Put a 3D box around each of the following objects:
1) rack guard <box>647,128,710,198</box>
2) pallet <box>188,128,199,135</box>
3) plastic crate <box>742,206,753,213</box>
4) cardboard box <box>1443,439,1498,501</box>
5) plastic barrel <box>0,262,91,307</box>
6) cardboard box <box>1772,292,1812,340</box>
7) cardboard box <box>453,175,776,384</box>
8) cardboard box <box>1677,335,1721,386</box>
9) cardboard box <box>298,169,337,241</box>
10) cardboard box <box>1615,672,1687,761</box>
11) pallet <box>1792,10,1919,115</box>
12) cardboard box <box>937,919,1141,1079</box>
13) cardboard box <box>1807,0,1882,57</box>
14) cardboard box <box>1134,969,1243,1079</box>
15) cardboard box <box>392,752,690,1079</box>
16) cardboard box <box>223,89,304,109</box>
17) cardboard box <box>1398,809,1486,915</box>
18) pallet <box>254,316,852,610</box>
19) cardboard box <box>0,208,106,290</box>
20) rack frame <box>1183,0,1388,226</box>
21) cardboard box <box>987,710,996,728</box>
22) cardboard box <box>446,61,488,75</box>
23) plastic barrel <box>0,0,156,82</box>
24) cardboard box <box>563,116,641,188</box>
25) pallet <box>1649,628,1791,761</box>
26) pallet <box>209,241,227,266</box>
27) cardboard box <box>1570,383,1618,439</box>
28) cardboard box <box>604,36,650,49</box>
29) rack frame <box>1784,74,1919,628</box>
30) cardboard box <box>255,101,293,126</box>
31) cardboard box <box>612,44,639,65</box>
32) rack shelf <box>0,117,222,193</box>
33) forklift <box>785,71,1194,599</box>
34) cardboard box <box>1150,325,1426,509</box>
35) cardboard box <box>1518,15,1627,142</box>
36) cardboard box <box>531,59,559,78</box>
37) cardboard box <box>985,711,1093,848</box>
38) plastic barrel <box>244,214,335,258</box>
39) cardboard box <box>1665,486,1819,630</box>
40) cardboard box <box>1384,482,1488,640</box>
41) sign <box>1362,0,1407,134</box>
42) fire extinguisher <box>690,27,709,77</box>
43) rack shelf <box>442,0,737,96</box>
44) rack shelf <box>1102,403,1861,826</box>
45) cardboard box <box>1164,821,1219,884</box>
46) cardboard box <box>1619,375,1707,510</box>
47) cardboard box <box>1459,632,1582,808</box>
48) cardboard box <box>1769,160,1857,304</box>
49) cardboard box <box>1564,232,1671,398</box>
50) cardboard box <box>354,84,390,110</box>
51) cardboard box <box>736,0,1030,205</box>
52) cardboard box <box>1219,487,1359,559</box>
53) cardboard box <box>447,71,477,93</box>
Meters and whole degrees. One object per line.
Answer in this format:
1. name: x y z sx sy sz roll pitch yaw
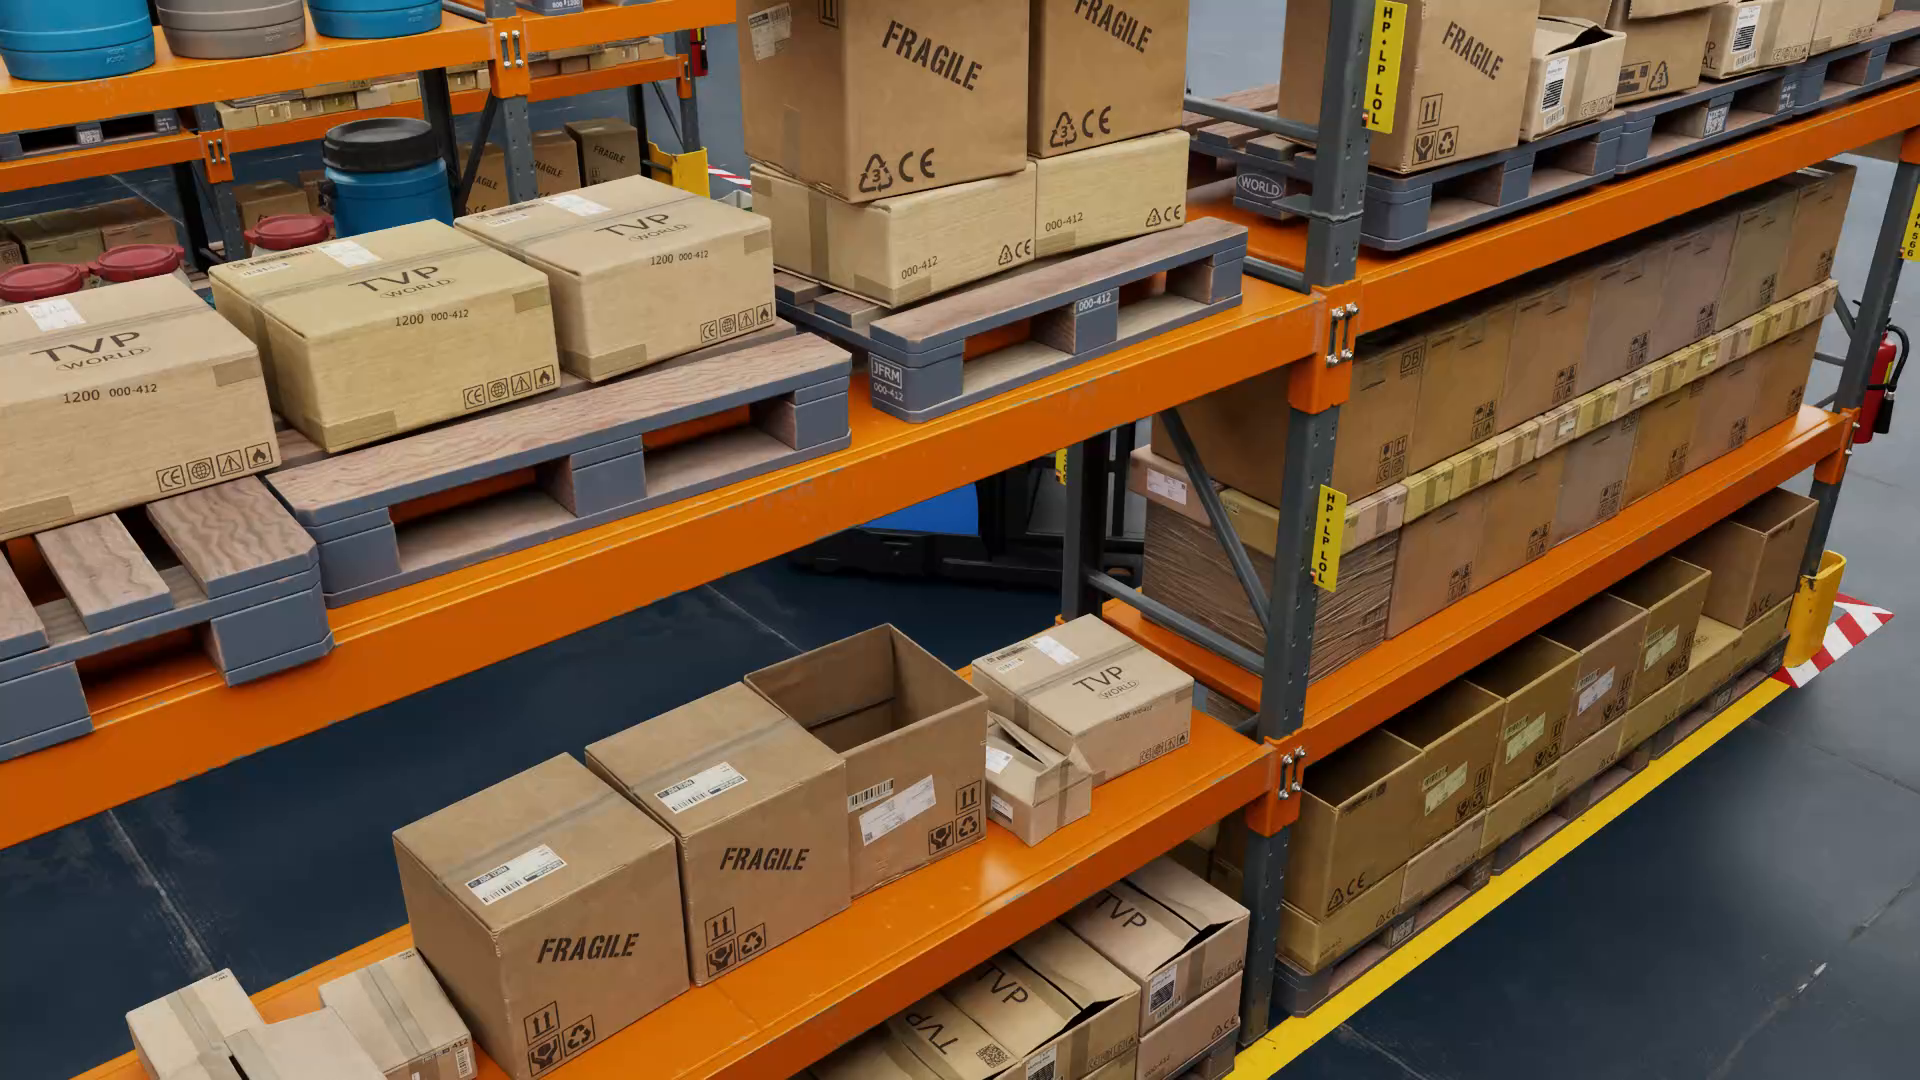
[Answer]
1. rack guard: -2.713 -3.370 15.026 0.348 0.500 1.175 -22 35 -35
2. pallet: -8.211 -4.056 16.617 1.213 0.211 1.003 -22 35 -35
3. plastic crate: -1.268 -1.717 9.505 0.662 0.188 0.450 -22 35 -35
4. cardboard box: 1.643 -0.299 5.833 0.250 0.149 0.380 -22 35 -35
5. plastic barrel: -4.241 -0.985 7.767 0.433 0.535 0.433 0 28 0
6. cardboard box: 3.406 -1.007 7.158 0.250 0.149 0.380 -21 35 -34
7. cardboard box: -0.766 -0.598 3.718 0.500 0.250 0.500 25 37 38
8. cardboard box: 2.819 -0.772 6.718 0.250 0.149 0.380 -21 34 -33
9. cardboard box: -4.937 -2.641 13.216 0.500 0.500 0.500 -11 30 -19
10. cardboard box: 2.803 0.666 7.294 0.500 0.250 0.500 -22 35 -35
11. pallet: 3.217 -2.020 6.758 1.213 0.211 1.003 -22 35 -35
12. cardboard box: 0.215 1.449 5.233 0.500 0.311 0.500 -21 34 -34
13. cardboard box: 3.067 -2.000 6.192 0.500 0.250 0.500 -22 35 -35
14. cardboard box: 0.601 1.539 5.659 0.500 0.250 0.500 -22 35 -35
15. cardboard box: -1.049 0.941 4.200 0.500 0.500 0.500 -24 36 -37
16. cardboard box: -5.316 -3.563 12.313 0.500 0.500 0.875 -22 35 -35
17. cardboard box: 1.662 1.124 6.436 0.500 0.250 0.500 -22 35 -35
18. pallet: -1.007 -0.318 3.680 1.213 0.211 1.003 -20 34 -33
19. cardboard box: -6.554 -2.045 12.079 0.500 0.500 0.700 -22 35 -35
20. rack frame: 0.728 -2.365 4.128 0.127 3.000 1.000 -22 35 -35
21. cardboard box: -0.078 0.589 5.231 0.250 0.149 0.380 -22 35 -35
22. cardboard box: -4.190 -4.031 13.188 0.500 0.500 0.875 -22 35 -35
23. plastic barrel: -3.725 -2.407 6.857 0.708 0.901 0.600 -22 35 -35
24. cardboard box: -3.141 -3.394 14.624 0.500 0.500 0.500 -15 32 -26
25. pallet: 3.217 0.536 8.023 1.213 0.211 1.003 -22 35 -35
26. pallet: -5.210 -2.261 13.256 1.213 0.211 1.003 -22 35 -35
27. cardboard box: 2.235 -0.537 6.279 0.250 0.149 0.380 -22 35 -35
28. cardboard box: -3.092 -4.513 14.090 0.500 0.500 0.875 -22 35 -35
29. rack frame: 3.771 -0.943 7.832 0.127 3.000 1.000 -22 35 -35
30. cardboard box: -5.141 -3.191 12.306 0.250 0.149 0.380 -22 35 -35
31. cardboard box: -2.929 -4.148 14.095 0.250 0.149 0.380 -22 35 -35
32. rack shelf: -7.220 -2.343 11.215 4.000 0.370 1.077 -22 35 -35
33. forklift: 0.619 -1.248 8.476 3.031 2.935 1.130 4 28 8
34. cardboard box: 1.062 -0.473 5.471 0.500 0.500 0.700 -22 35 -35
35. cardboard box: 1.694 -1.474 5.145 0.500 0.311 0.500 -24 36 -37
36. cardboard box: -3.503 -3.920 13.670 0.250 0.149 0.380 -22 35 -35
37. cardboard box: 0.179 0.675 4.947 0.258 0.266 0.396 -23 36 -36
38. plastic barrel: -3.354 -1.342 8.435 0.433 0.535 0.433 0 28 0
39. cardboard box: 3.557 0.025 7.697 0.500 0.500 0.500 -22 35 -35
40. cardboard box: 1.459 -0.065 6.083 0.500 0.500 0.700 -22 35 -35
41. sign: 1.088 -1.217 4.280 0.005 0.325 0.100 -22 35 -35
42. fire extinguisher: -2.269 -4.332 14.255 0.183 0.674 0.296 -22 35 -35
43. rack shelf: -0.962 -3.114 9.475 4.000 0.370 1.077 -22 35 -35
44. rack shelf: 2.250 -0.014 6.856 4.000 0.370 1.077 -22 35 -35
45. cardboard box: 0.939 1.088 6.503 0.500 0.250 0.500 -22 35 -35
46. cardboard box: 2.630 -0.536 6.965 0.500 0.500 0.700 -22 35 -35
47. cardboard box: 2.045 0.642 6.542 0.500 0.500 0.500 -22 35 -35
48. cardboard box: 3.368 -1.405 7.213 0.500 0.500 0.700 -22 35 -35
49. cardboard box: 2.207 -0.934 6.333 0.500 0.500 0.700 -22 35 -35
50. cardboard box: -4.568 -3.419 12.732 0.250 0.149 0.380 -22 35 -35
51. cardboard box: -0.185 -1.135 3.927 0.500 0.500 0.500 -18 33 -30
52. cardboard box: 1.059 -0.062 5.389 0.250 0.149 0.380 -22 35 -35
53. cardboard box: -4.046 -3.676 13.212 0.250 0.149 0.380 -22 35 -35
